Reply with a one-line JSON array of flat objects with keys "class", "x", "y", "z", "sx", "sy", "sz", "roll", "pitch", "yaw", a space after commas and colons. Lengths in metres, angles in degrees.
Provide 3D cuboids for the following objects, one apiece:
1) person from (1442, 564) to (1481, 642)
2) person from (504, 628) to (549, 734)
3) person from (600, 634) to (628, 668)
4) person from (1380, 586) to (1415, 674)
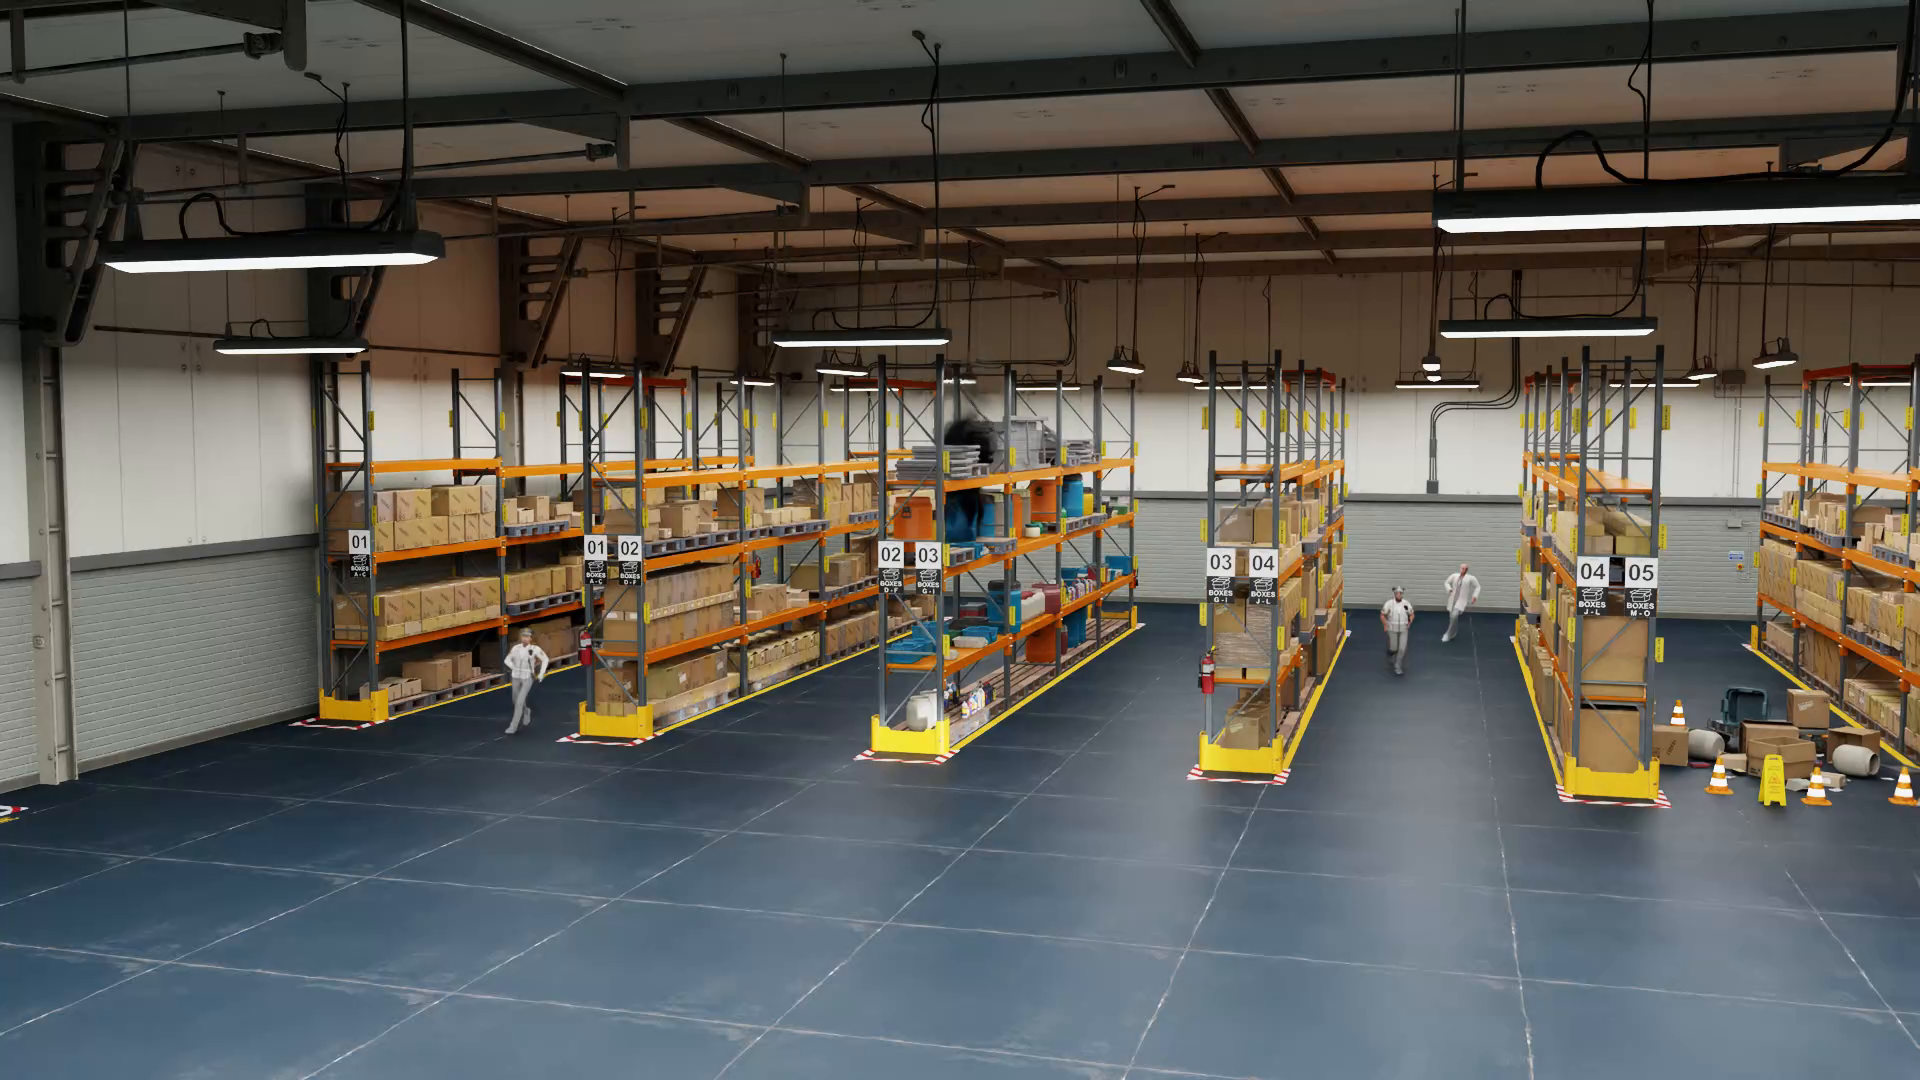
[{"class": "person", "x": 11.380, "y": 1.424, "z": 37.863, "sx": 0.799, "sy": 1.794, "sz": 0.833, "roll": 4, "pitch": 5, "yaw": 41}, {"class": "person", "x": -7.058, "y": 2.236, "z": 26.796, "sx": 0.623, "sy": 1.647, "sz": 0.925, "roll": 1, "pitch": 4, "yaw": 12}, {"class": "person", "x": -6.160, "y": 1.993, "z": 30.070, "sx": 0.688, "sy": 1.735, "sz": 0.599, "roll": 0, "pitch": 4, "yaw": 6}, {"class": "person", "x": 8.715, "y": 1.776, "z": 33.106, "sx": 0.664, "sy": 1.742, "sz": 0.602, "roll": 0, "pitch": 4, "yaw": 6}]
